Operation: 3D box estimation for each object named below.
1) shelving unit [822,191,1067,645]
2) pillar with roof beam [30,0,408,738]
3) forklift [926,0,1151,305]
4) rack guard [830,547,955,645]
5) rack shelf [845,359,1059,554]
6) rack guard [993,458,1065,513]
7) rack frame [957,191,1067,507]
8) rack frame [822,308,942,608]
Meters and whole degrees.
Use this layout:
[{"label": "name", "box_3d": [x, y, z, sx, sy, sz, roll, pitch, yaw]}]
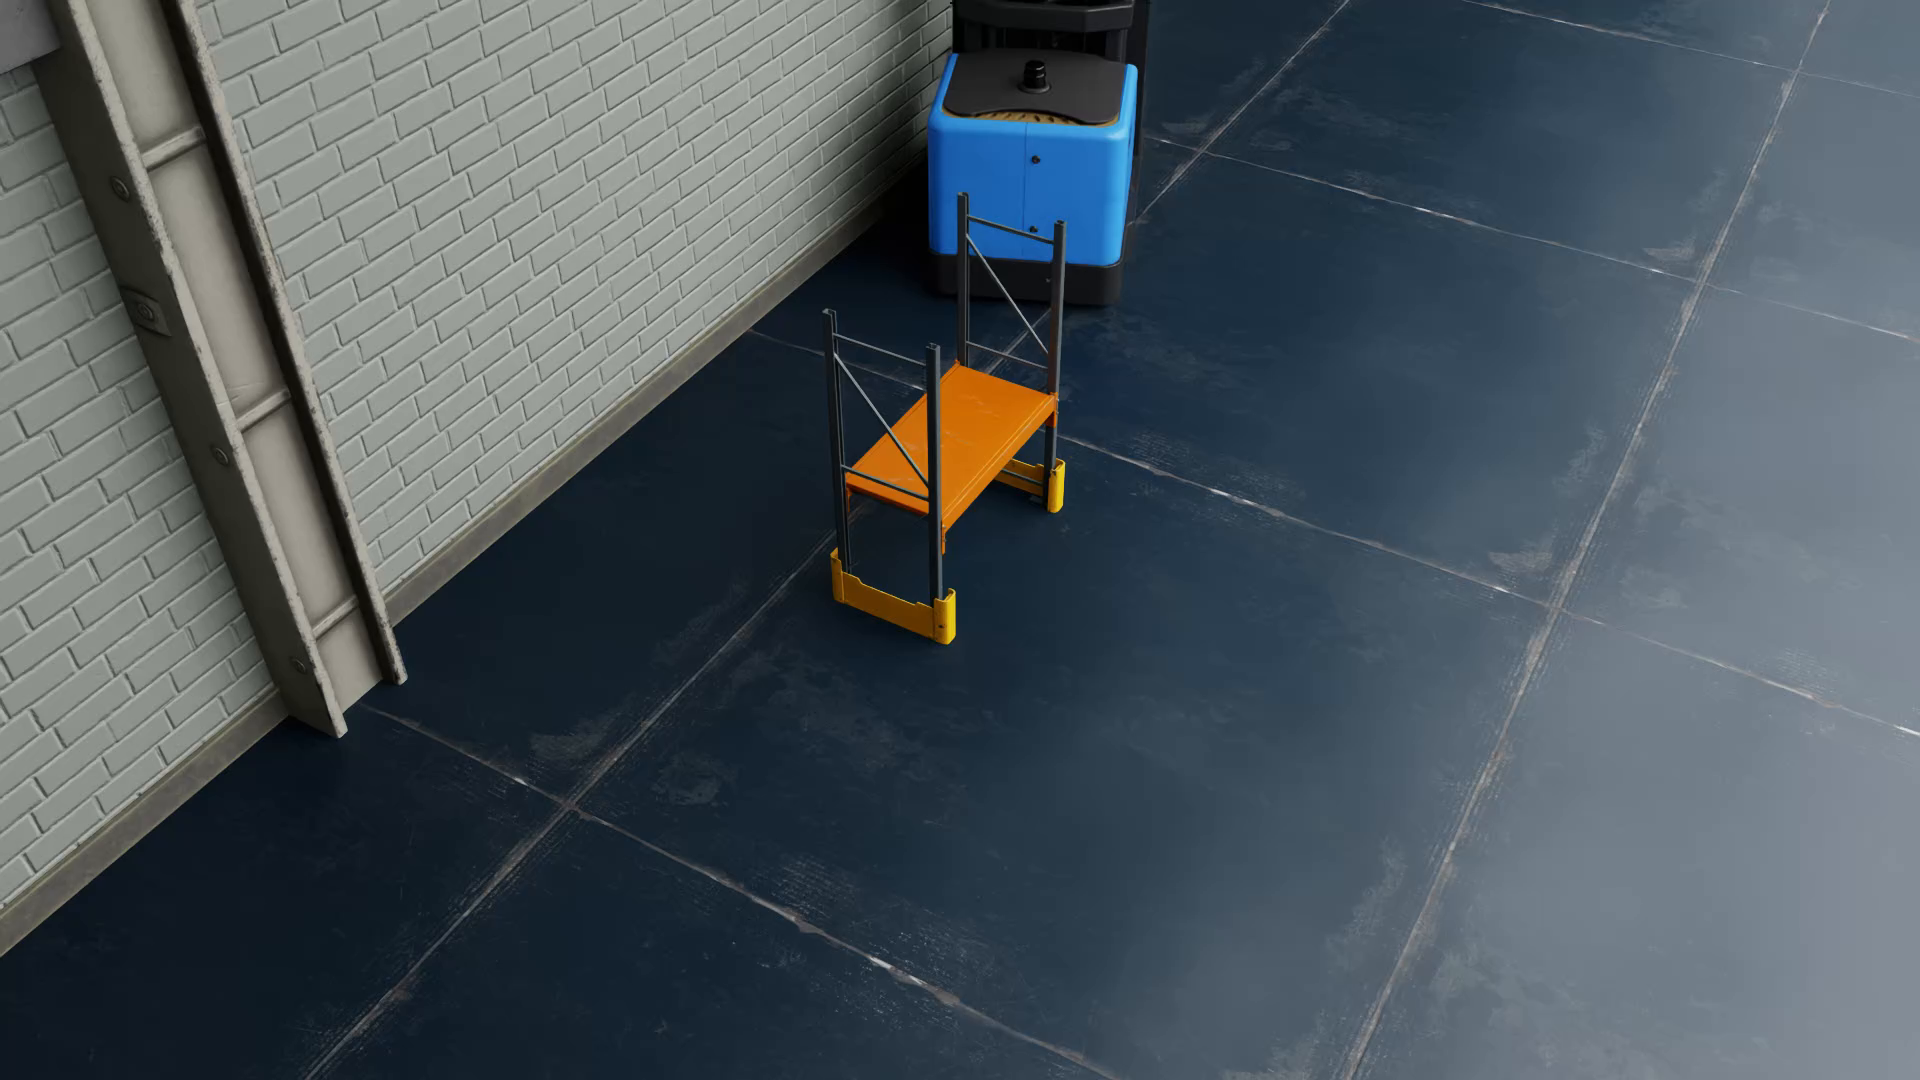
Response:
[{"label": "shelving unit", "box_3d": [-0.038, -0.519, 7.020, 0.587, 1.500, 1.083, 21, 45, 22]}, {"label": "pillar with roof beam", "box_3d": [1.203, -1.320, 2.256, 9.100, 9.000, 0.400, 21, 45, 22]}, {"label": "forklift", "box_3d": [0.537, -3.328, 9.127, 1.130, 2.935, 3.031, 5, 42, 6]}, {"label": "rack guard", "box_3d": [-0.287, 0.235, 7.110, 0.587, 0.250, 0.087, 21, 45, 22]}, {"label": "rack shelf", "box_3d": [-0.043, -0.379, 7.133, 0.538, 0.185, 1.000, 21, 45, 22]}, {"label": "rack guard", "box_3d": [0.211, -0.335, 7.757, 0.587, 0.250, 0.087, 21, 45, 22]}, {"label": "rack frame", "box_3d": [0.212, -0.805, 7.345, 0.500, 1.500, 0.032, 21, 45, 22]}, {"label": "rack frame", "box_3d": [-0.297, -0.223, 6.684, 0.500, 1.500, 0.032, 21, 45, 22]}]
